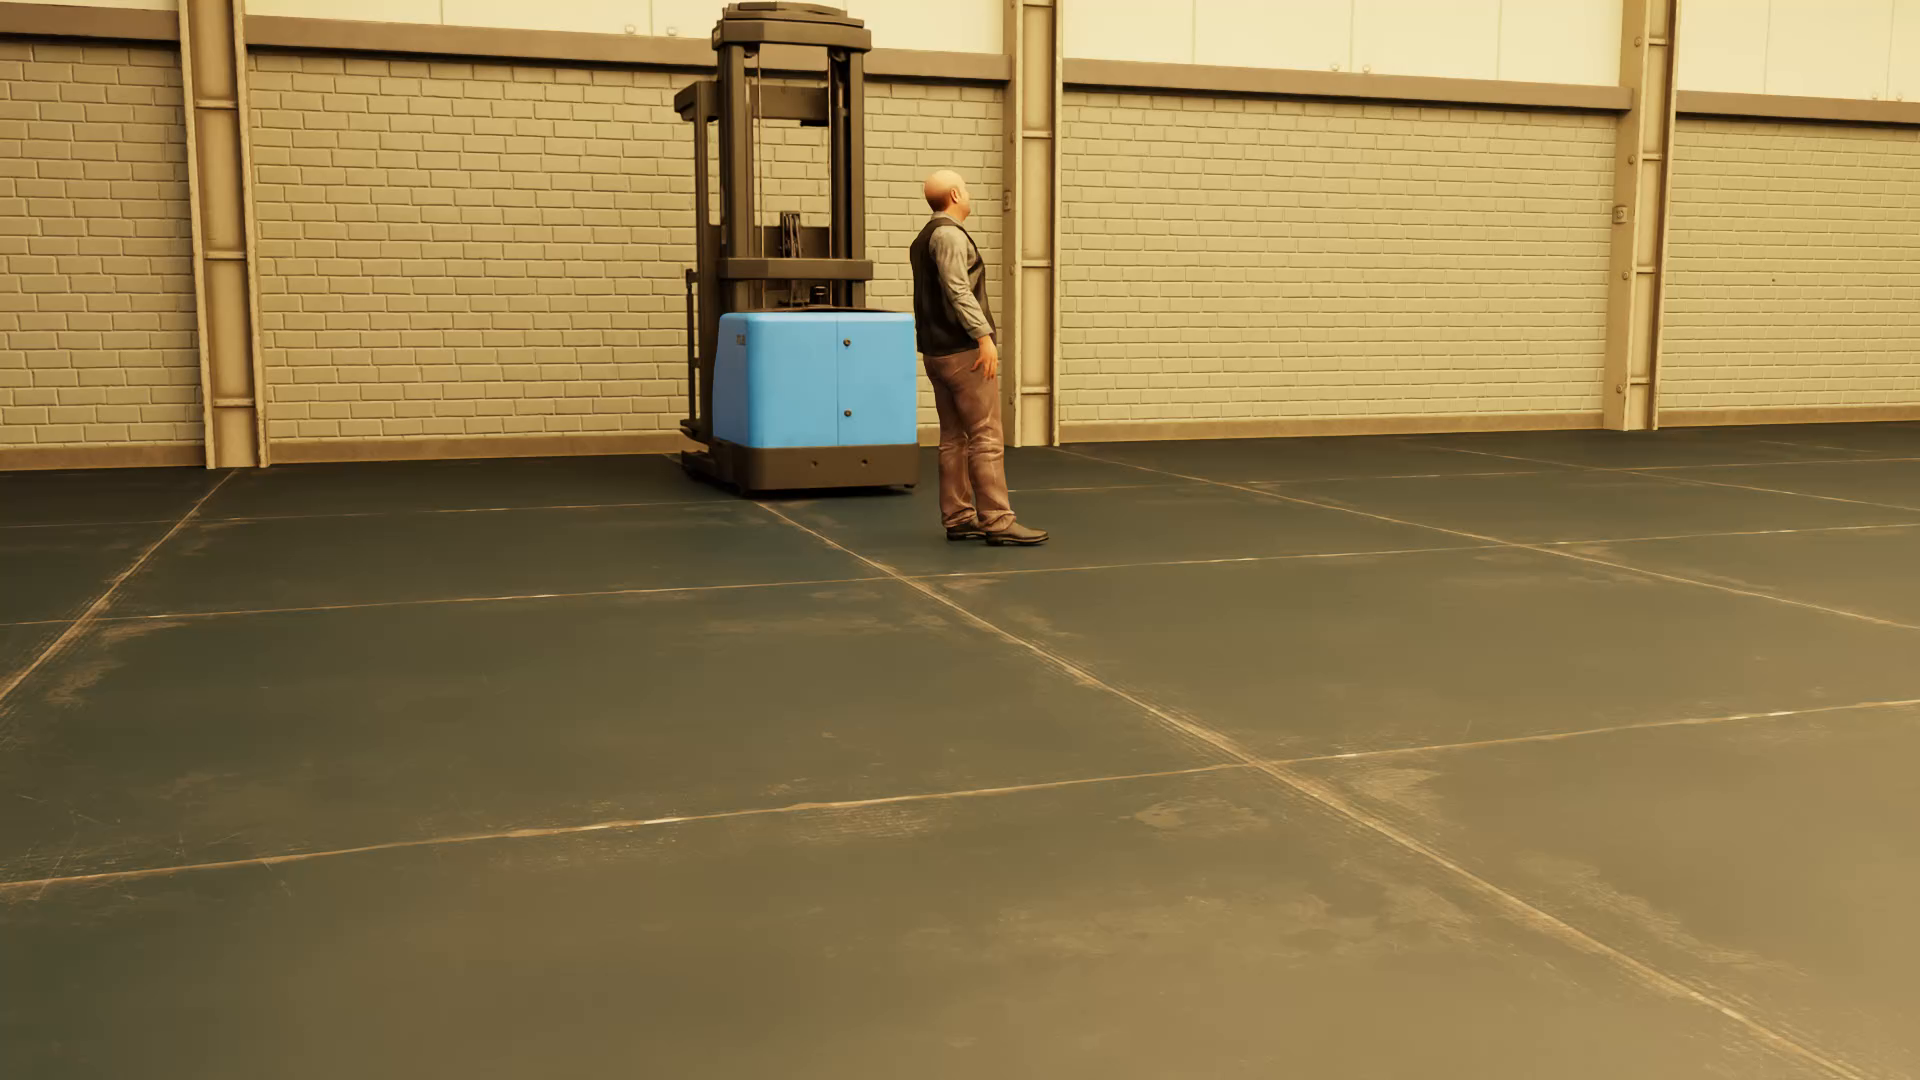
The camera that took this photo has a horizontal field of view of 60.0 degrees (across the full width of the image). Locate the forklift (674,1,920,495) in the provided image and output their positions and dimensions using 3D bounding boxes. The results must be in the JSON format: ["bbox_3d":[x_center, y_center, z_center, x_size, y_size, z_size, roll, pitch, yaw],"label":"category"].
[{"bbox_3d":[-1.226,-1.878,10.856,1.130,2.935,3.031,-3,8,-20],"label":"forklift"}]

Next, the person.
[{"bbox_3d":[0.061,-0.862,7.819,0.568,1.720,0.632,-3,8,-18],"label":"person"}]
